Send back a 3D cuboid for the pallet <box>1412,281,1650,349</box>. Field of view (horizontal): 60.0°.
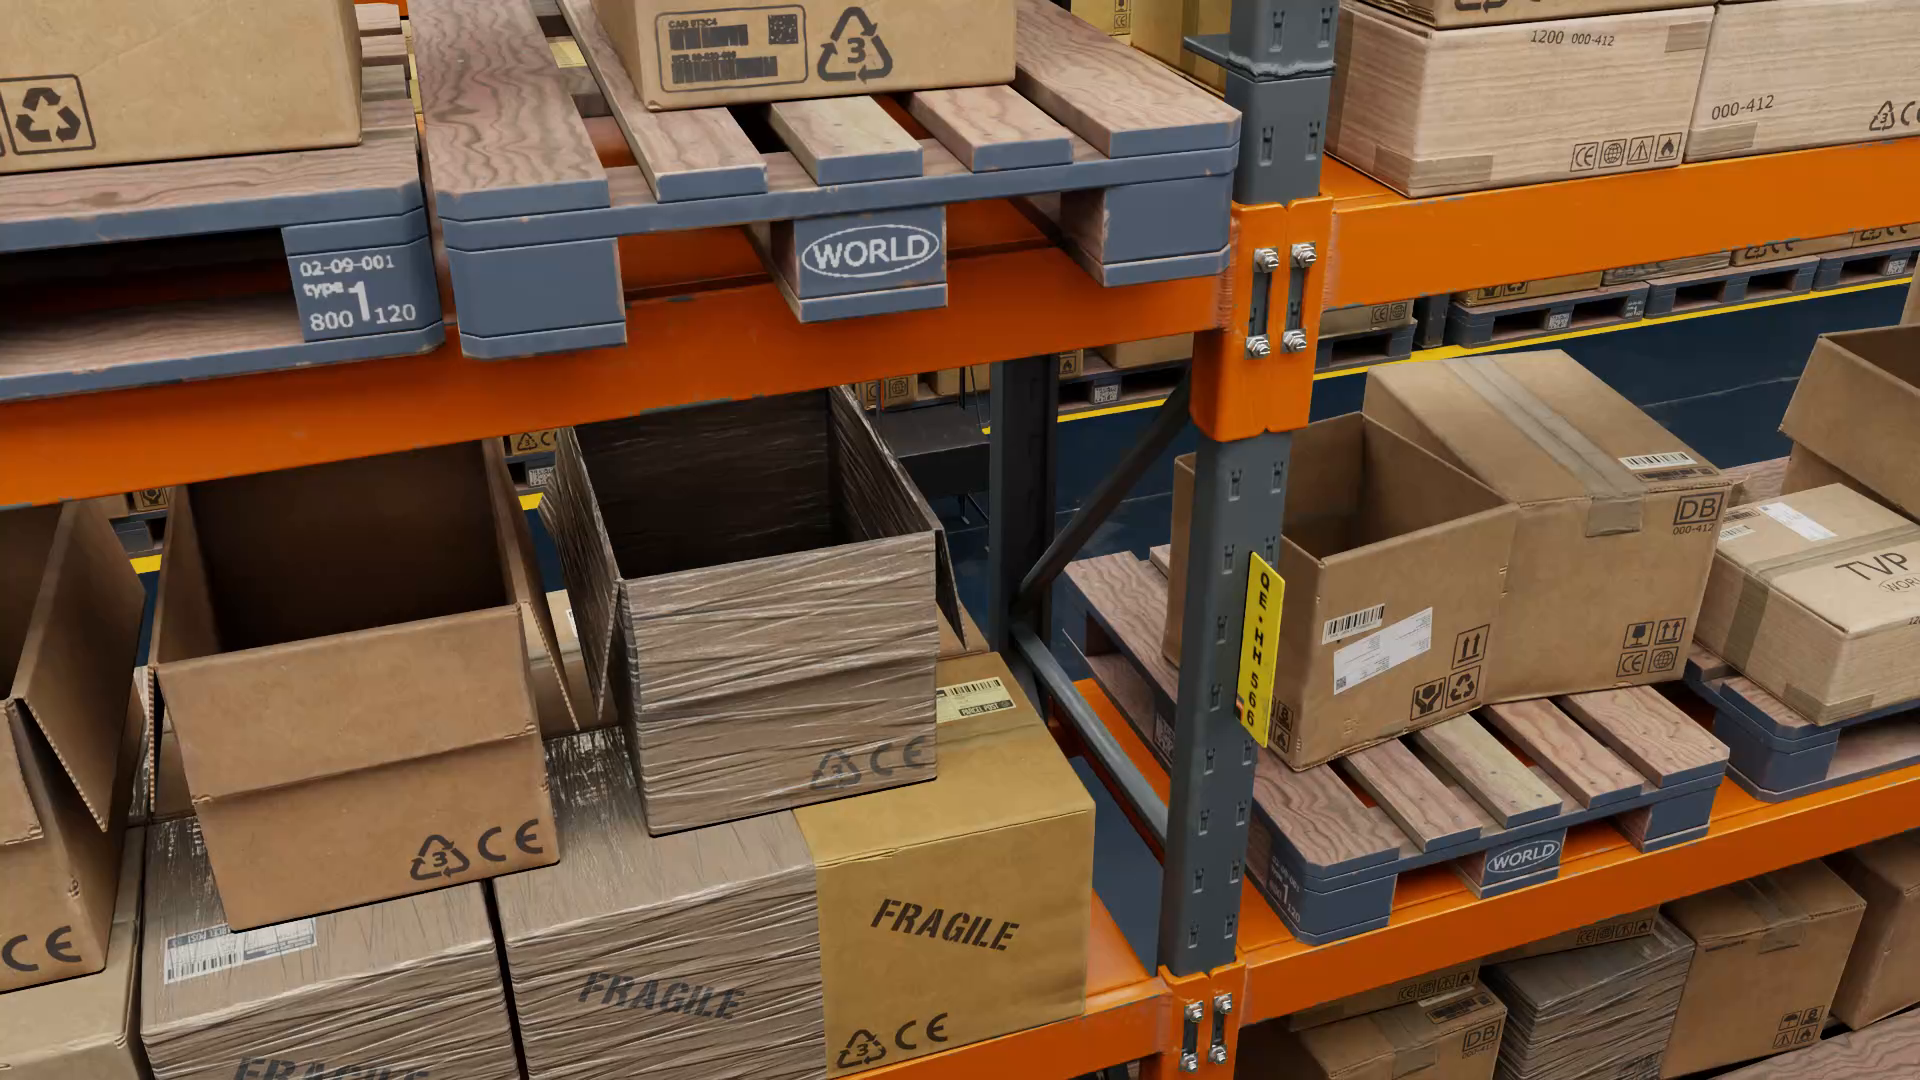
[{"bbox_3d":[3.148,-1.463,9.605,1.213,0.211,1.003,-10,31,-18],"label":"pallet"}]

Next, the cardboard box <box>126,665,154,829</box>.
[{"bbox_3d":[-1.687,0.609,3.050,0.500,0.500,0.500,-10,31,-17],"label":"cardboard box"}]

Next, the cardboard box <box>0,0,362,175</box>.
[{"bbox_3d":[-1.031,-0.771,2.018,0.500,0.500,0.500,-9,31,-15],"label":"cardboard box"}]

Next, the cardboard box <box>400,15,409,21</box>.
[{"bbox_3d":[-3.838,-3.347,11.817,0.875,0.875,0.875,-11,31,-18],"label":"cardboard box"}]

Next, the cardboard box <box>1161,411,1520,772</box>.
[{"bbox_3d":[0.786,0.092,3.534,0.500,0.500,0.500,-14,33,-24],"label":"cardboard box"}]

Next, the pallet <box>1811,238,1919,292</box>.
[{"bbox_3d":[5.435,-1.884,10.344,1.213,0.211,1.003,-10,31,-18],"label":"pallet"}]

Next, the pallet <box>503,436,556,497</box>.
[{"bbox_3d":[-2.074,-0.543,7.990,1.213,0.211,1.003,-10,31,-18],"label":"pallet"}]

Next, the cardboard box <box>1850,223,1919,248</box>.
[{"bbox_3d":[5.544,-2.382,10.122,0.875,0.875,0.875,-10,31,-17],"label":"cardboard box"}]

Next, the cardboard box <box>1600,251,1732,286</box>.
[{"bbox_3d":[3.865,-2.072,9.579,0.875,0.875,0.875,-10,31,-17],"label":"cardboard box"}]

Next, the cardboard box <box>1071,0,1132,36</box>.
[{"bbox_3d":[0.516,-2.706,7.858,0.500,0.500,0.700,-11,31,-18],"label":"cardboard box"}]

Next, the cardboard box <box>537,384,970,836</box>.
[{"bbox_3d":[-0.397,0.069,2.985,0.637,0.503,0.797,-9,31,-16],"label":"cardboard box"}]

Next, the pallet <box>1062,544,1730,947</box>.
[{"bbox_3d":[0.925,0.340,3.816,1.003,0.211,1.213,-10,31,-18],"label":"pallet"}]

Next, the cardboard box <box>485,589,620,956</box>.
[{"bbox_3d":[-0.739,0.434,3.357,0.500,0.500,0.500,-11,32,-19],"label":"cardboard box"}]

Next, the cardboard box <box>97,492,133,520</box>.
[{"bbox_3d":[-3.810,-0.392,7.008,0.500,0.500,0.500,-9,31,-15],"label":"cardboard box"}]

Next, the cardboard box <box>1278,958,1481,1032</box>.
[{"bbox_3d":[0.911,0.869,4.018,0.500,0.250,0.500,-9,31,-16],"label":"cardboard box"}]

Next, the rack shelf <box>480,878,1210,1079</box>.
[{"bbox_3d":[-1.581,1.087,3.038,4.000,0.370,1.077,-10,31,-18],"label":"rack shelf"}]

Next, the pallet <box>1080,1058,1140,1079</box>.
[{"bbox_3d":[1.027,1.507,4.392,1.213,0.211,1.003,-10,31,-18],"label":"pallet"}]

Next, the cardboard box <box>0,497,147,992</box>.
[{"bbox_3d":[-1.635,0.299,2.581,0.637,0.503,0.797,-9,31,-16],"label":"cardboard box"}]

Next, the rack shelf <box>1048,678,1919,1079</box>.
[{"bbox_3d":[2.168,0.397,4.250,4.000,0.370,1.077,-10,31,-18],"label":"rack shelf"}]

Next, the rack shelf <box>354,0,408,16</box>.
[{"bbox_3d":[-5.036,-3.511,11.108,4.000,0.370,1.077,-10,31,-18],"label":"rack shelf"}]

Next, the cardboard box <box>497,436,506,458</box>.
[{"bbox_3d":[-2.354,-0.663,7.484,0.500,0.500,0.500,-9,31,-16],"label":"cardboard box"}]

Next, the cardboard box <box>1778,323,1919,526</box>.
[{"bbox_3d":[2.450,-0.146,3.948,0.637,0.503,0.797,-7,30,-13],"label":"cardboard box"}]

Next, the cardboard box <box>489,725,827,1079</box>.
[{"bbox_3d":[-0.552,0.670,2.944,0.500,0.500,0.500,-11,31,-18],"label":"cardboard box"}]

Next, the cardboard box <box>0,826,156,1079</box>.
[{"bbox_3d":[-1.514,0.848,2.630,0.500,0.500,0.500,-10,31,-17],"label":"cardboard box"}]

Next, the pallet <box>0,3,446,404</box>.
[{"bbox_3d":[-1.338,-0.462,2.191,1.213,0.211,1.003,-9,31,-15],"label":"pallet"}]

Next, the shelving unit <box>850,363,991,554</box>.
[{"bbox_3d":[-0.155,-0.884,6.680,0.503,2.100,0.431,-10,31,-18],"label":"shelving unit"}]

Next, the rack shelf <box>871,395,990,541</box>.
[{"bbox_3d":[-0.155,-0.264,7.033,0.480,0.518,0.431,-10,31,-18],"label":"rack shelf"}]

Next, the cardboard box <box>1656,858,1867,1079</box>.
[{"bbox_3d":[1.959,0.997,4.551,0.500,0.500,0.700,-8,31,-13],"label":"cardboard box"}]

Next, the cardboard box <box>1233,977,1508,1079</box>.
[{"bbox_3d":[0.915,1.199,4.195,0.500,0.500,0.700,-12,32,-20],"label":"cardboard box"}]

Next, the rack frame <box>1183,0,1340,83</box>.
[{"bbox_3d":[0.294,-2.177,1.981,0.127,3.000,1.000,-10,31,-18],"label":"rack frame"}]

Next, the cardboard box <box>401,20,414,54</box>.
[{"bbox_3d":[-2.324,-2.143,7.210,0.250,0.149,0.380,-11,31,-18],"label":"cardboard box"}]

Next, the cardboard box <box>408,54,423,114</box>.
[{"bbox_3d":[-2.122,-1.836,6.671,0.250,0.149,0.380,-9,31,-16],"label":"cardboard box"}]

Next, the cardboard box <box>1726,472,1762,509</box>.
[{"bbox_3d":[1.763,-0.108,4.120,0.258,0.266,0.396,-11,32,-19],"label":"cardboard box"}]

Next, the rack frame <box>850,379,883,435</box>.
[{"bbox_3d":[-0.384,-0.842,6.606,0.015,2.100,0.400,-10,31,-18],"label":"rack frame"}]

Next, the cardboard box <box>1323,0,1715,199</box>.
[{"bbox_3d":[0.823,-0.772,2.696,0.500,0.250,0.500,-10,31,-17],"label":"cardboard box"}]

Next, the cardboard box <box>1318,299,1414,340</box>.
[{"bbox_3d":[1.858,-1.636,8.939,0.750,0.750,1.050,-11,31,-18],"label":"cardboard box"}]

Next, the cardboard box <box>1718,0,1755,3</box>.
[{"bbox_3d":[1.301,-1.182,2.659,0.500,0.500,0.500,-10,31,-17],"label":"cardboard box"}]

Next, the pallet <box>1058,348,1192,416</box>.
[{"bbox_3d":[0.566,-0.987,8.770,1.213,0.211,1.003,-10,31,-18],"label":"pallet"}]

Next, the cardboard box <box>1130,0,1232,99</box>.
[{"bbox_3d":[0.654,-1.005,3.104,0.500,0.250,0.500,-10,31,-18],"label":"cardboard box"}]

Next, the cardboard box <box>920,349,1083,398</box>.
[{"bbox_3d":[0.079,-1.310,8.368,0.750,0.750,1.050,-10,31,-17],"label":"cardboard box"}]
